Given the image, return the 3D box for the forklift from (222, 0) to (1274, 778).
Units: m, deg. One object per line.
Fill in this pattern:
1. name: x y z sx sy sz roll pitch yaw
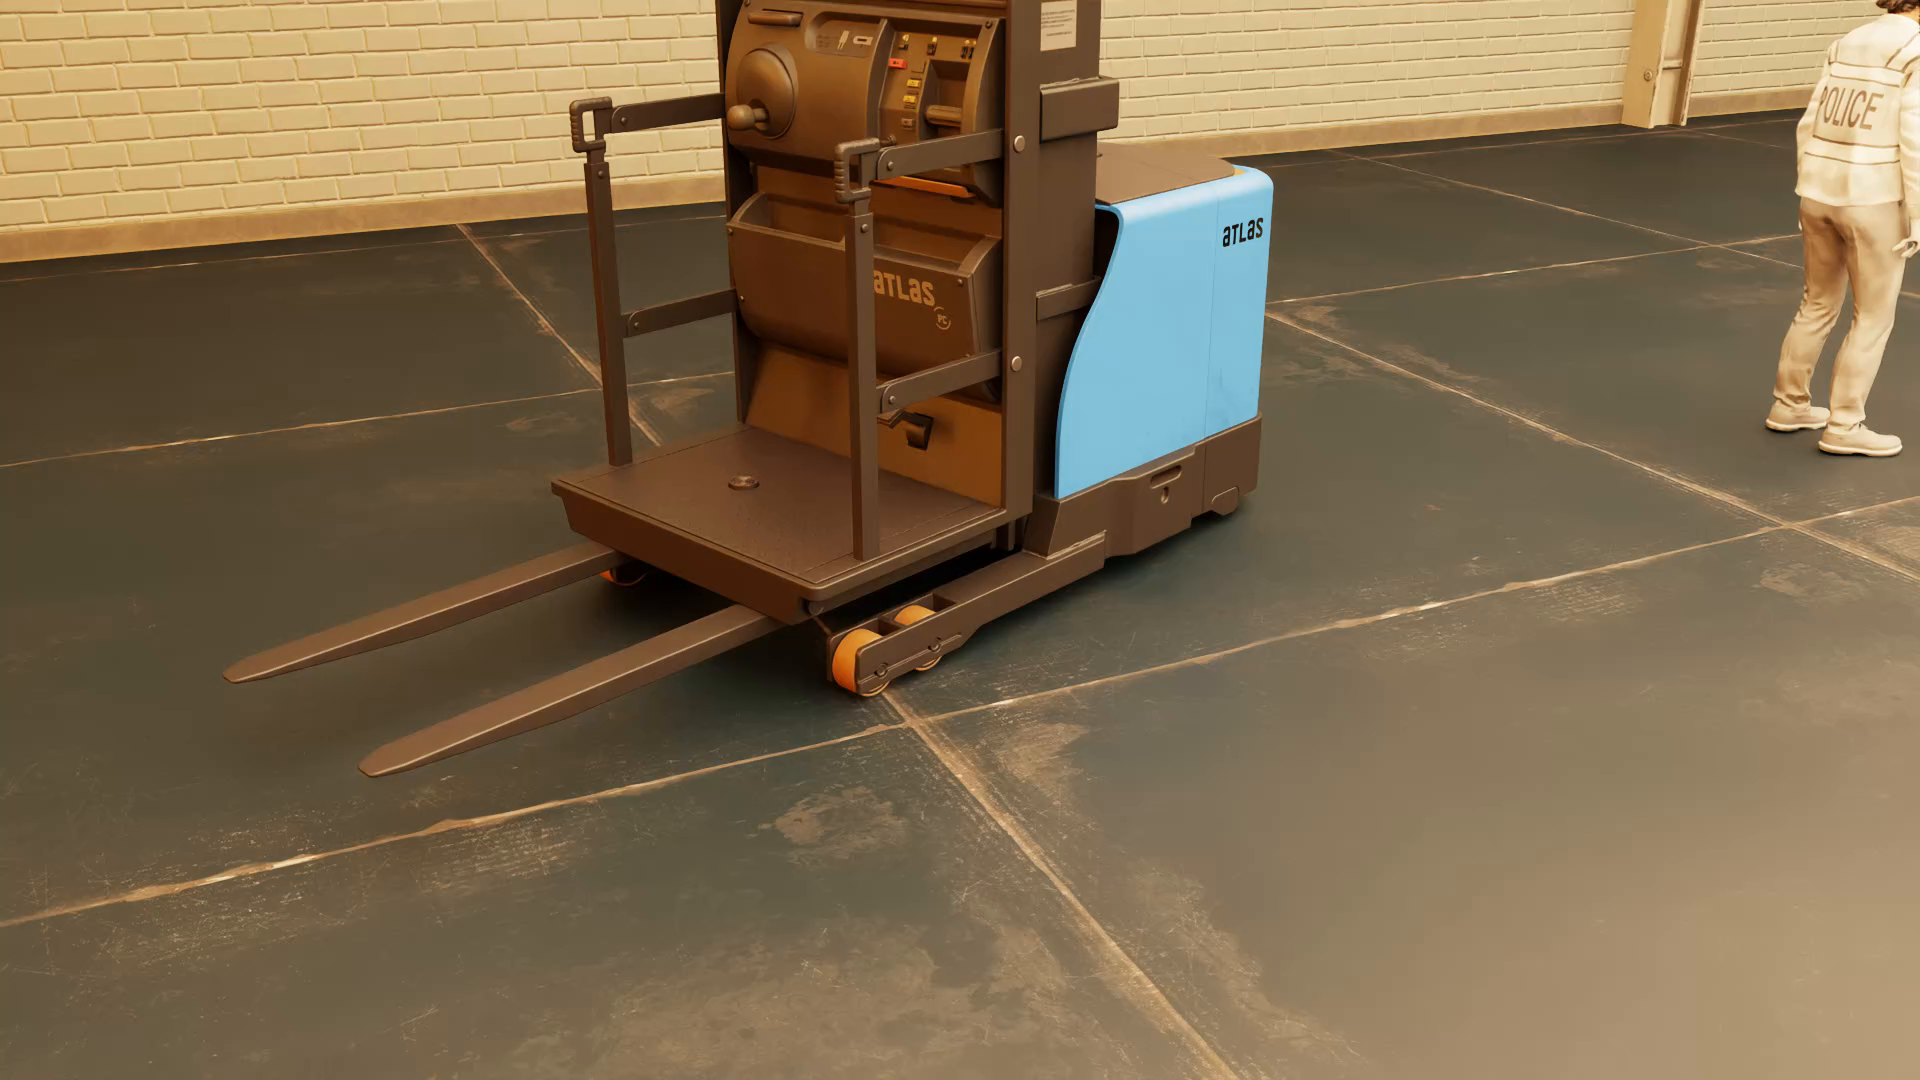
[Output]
1. forklift: -0.413 -1.182 4.131 1.130 2.935 3.031 19 29 39

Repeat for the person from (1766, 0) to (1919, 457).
1. person: 3.081 -1.142 5.692 0.374 1.662 0.535 -8 24 -17
